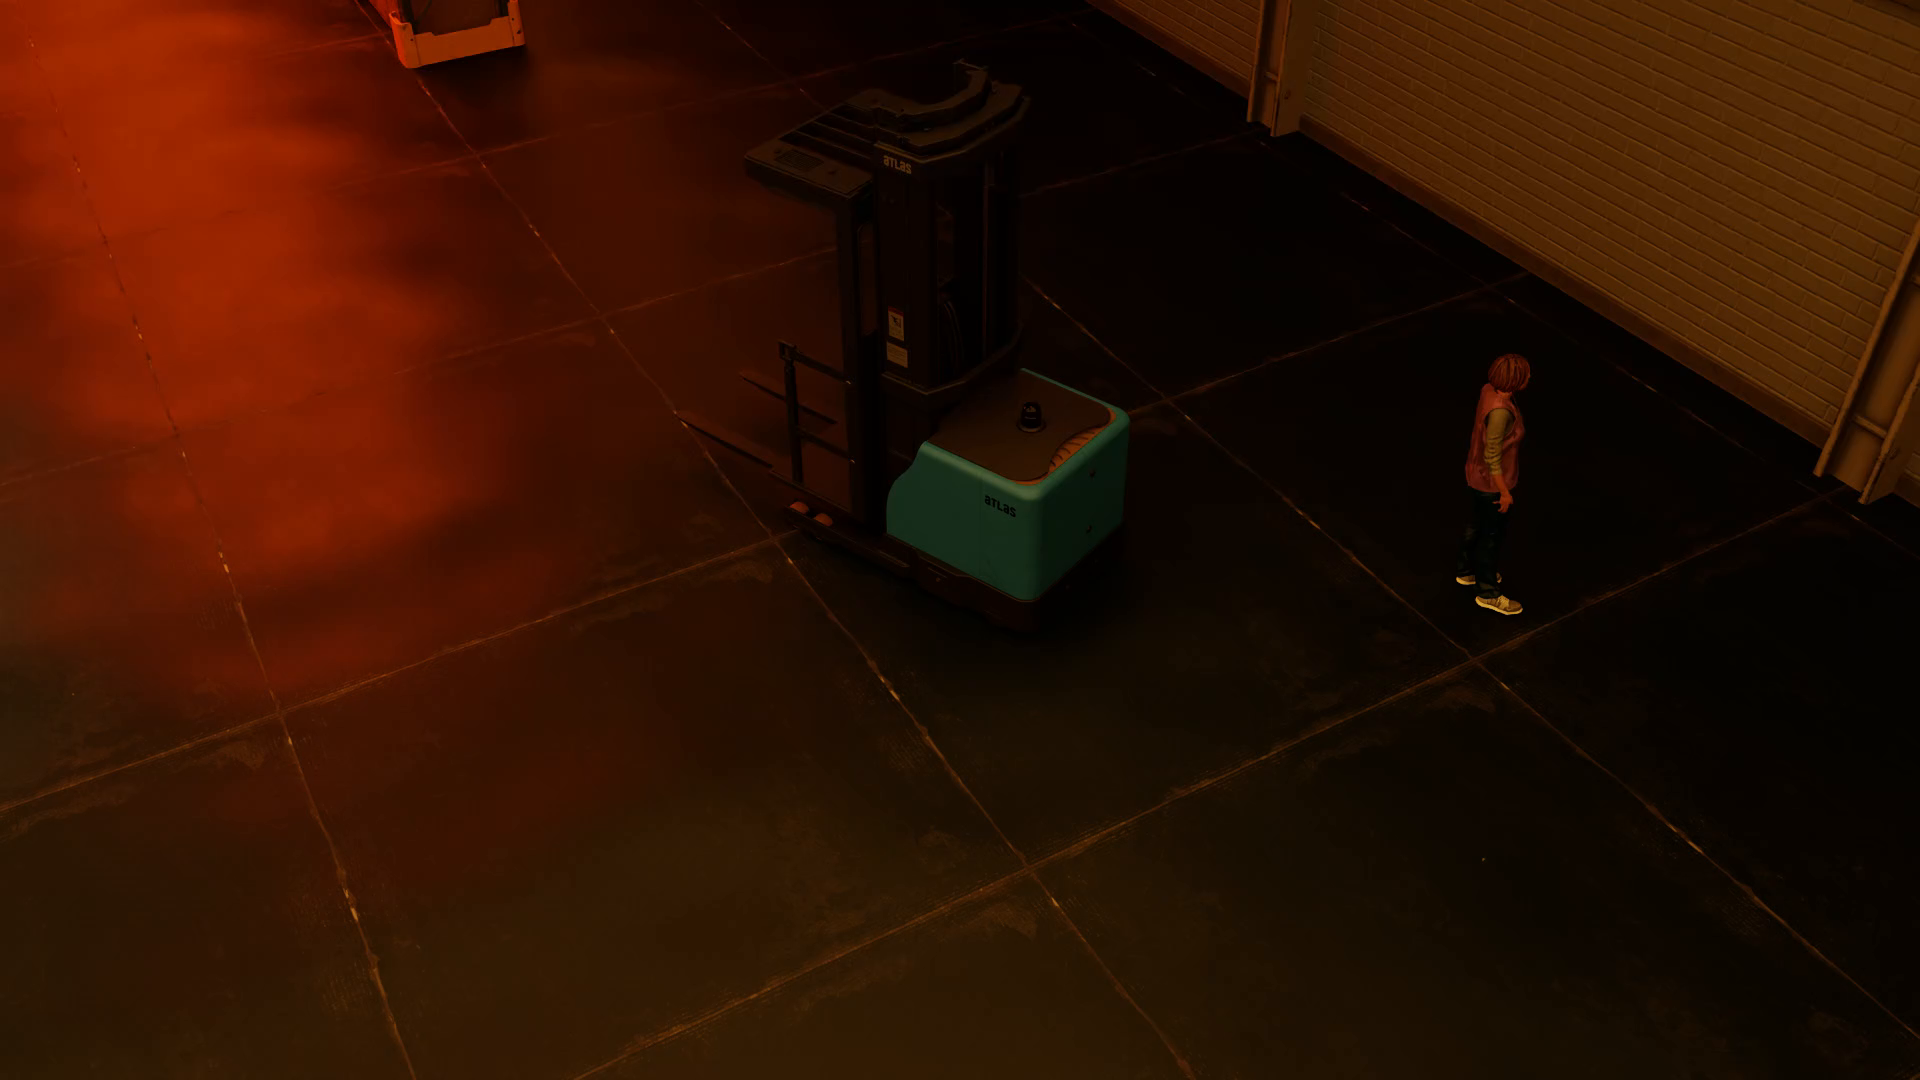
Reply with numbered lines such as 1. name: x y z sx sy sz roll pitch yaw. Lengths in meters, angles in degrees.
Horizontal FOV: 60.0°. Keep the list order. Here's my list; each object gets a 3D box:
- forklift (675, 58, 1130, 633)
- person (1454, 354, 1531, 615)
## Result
1. forklift: -0.481 -1.366 9.683 3.031 2.935 1.130 26 46 28
2. person: 3.111 -0.346 9.486 0.474 1.598 0.519 6 40 7
